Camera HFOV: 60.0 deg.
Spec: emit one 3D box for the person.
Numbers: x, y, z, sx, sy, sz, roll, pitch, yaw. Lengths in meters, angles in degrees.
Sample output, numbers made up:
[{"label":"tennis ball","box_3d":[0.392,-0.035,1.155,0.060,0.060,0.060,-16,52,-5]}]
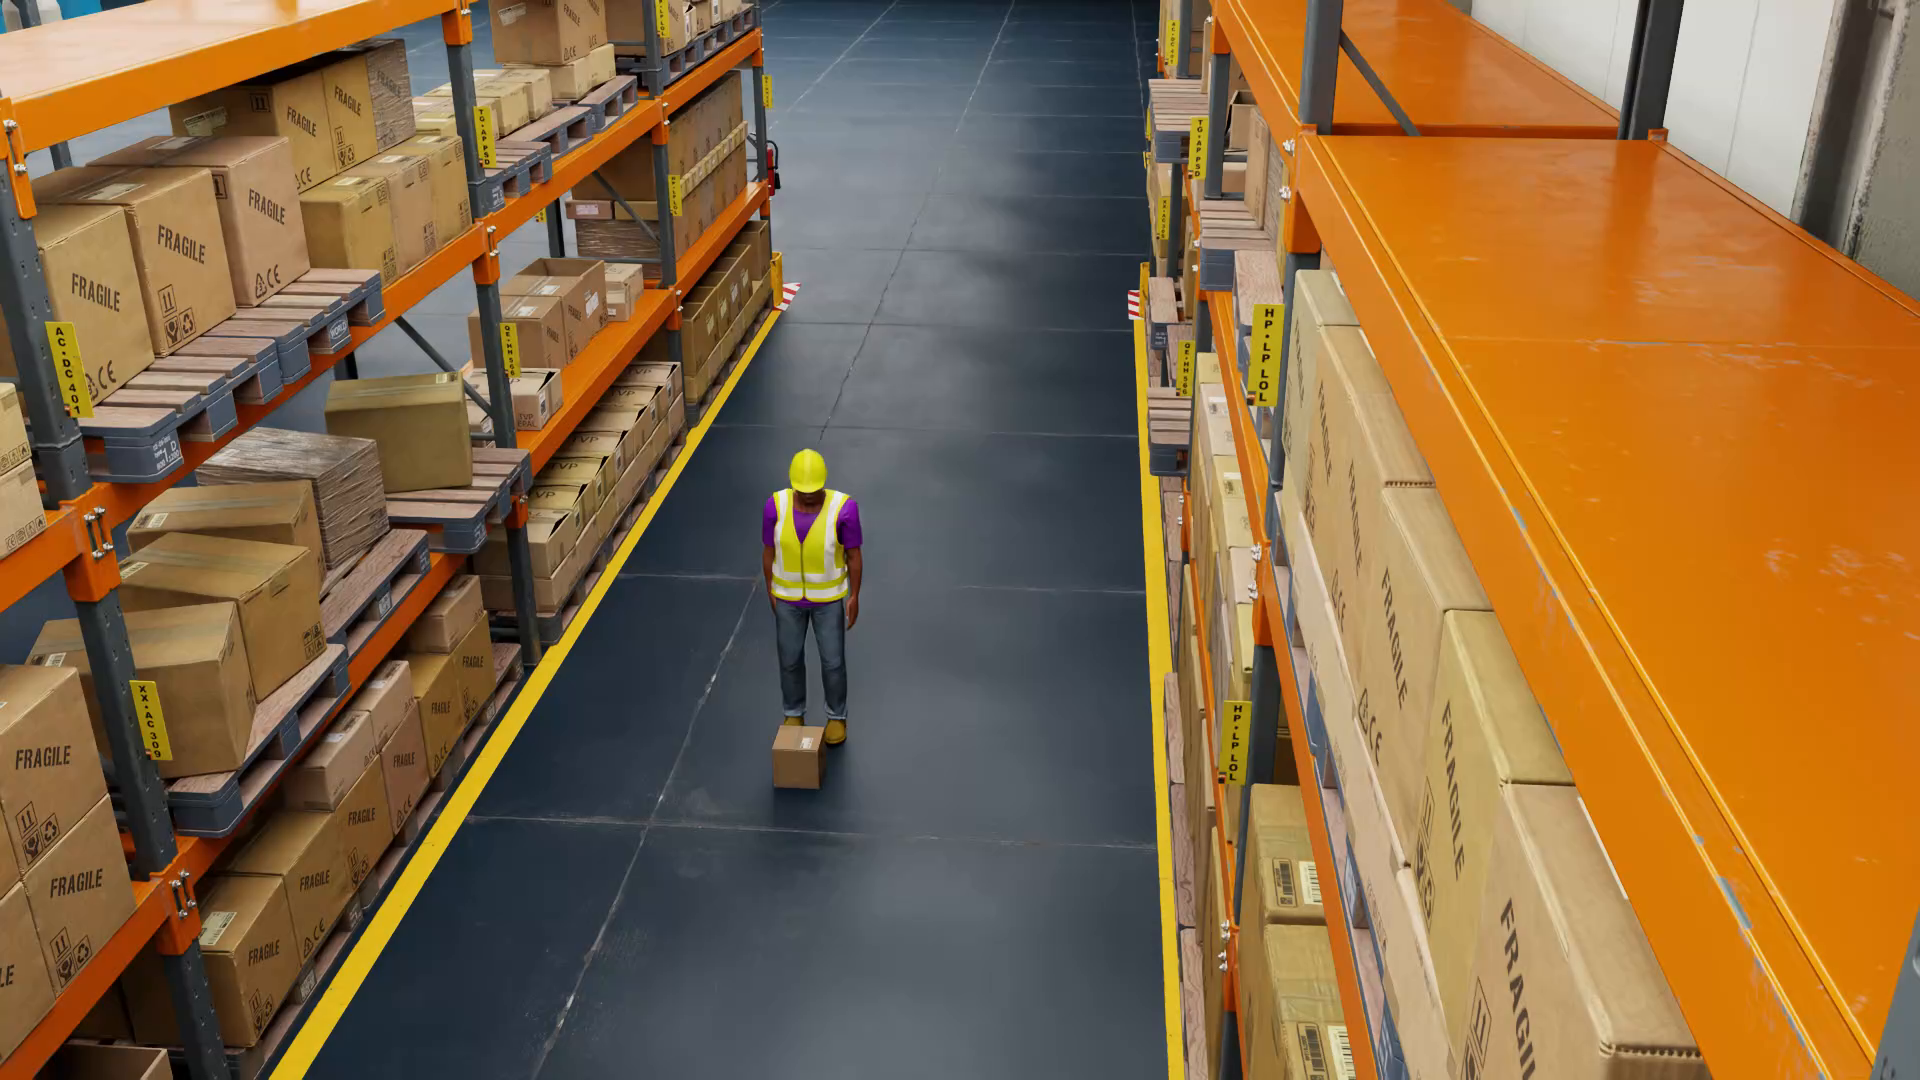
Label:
[{"label":"person","box_3d":[-0.822,0.309,9.305,0.568,1.758,0.368,2,24,5]}]
